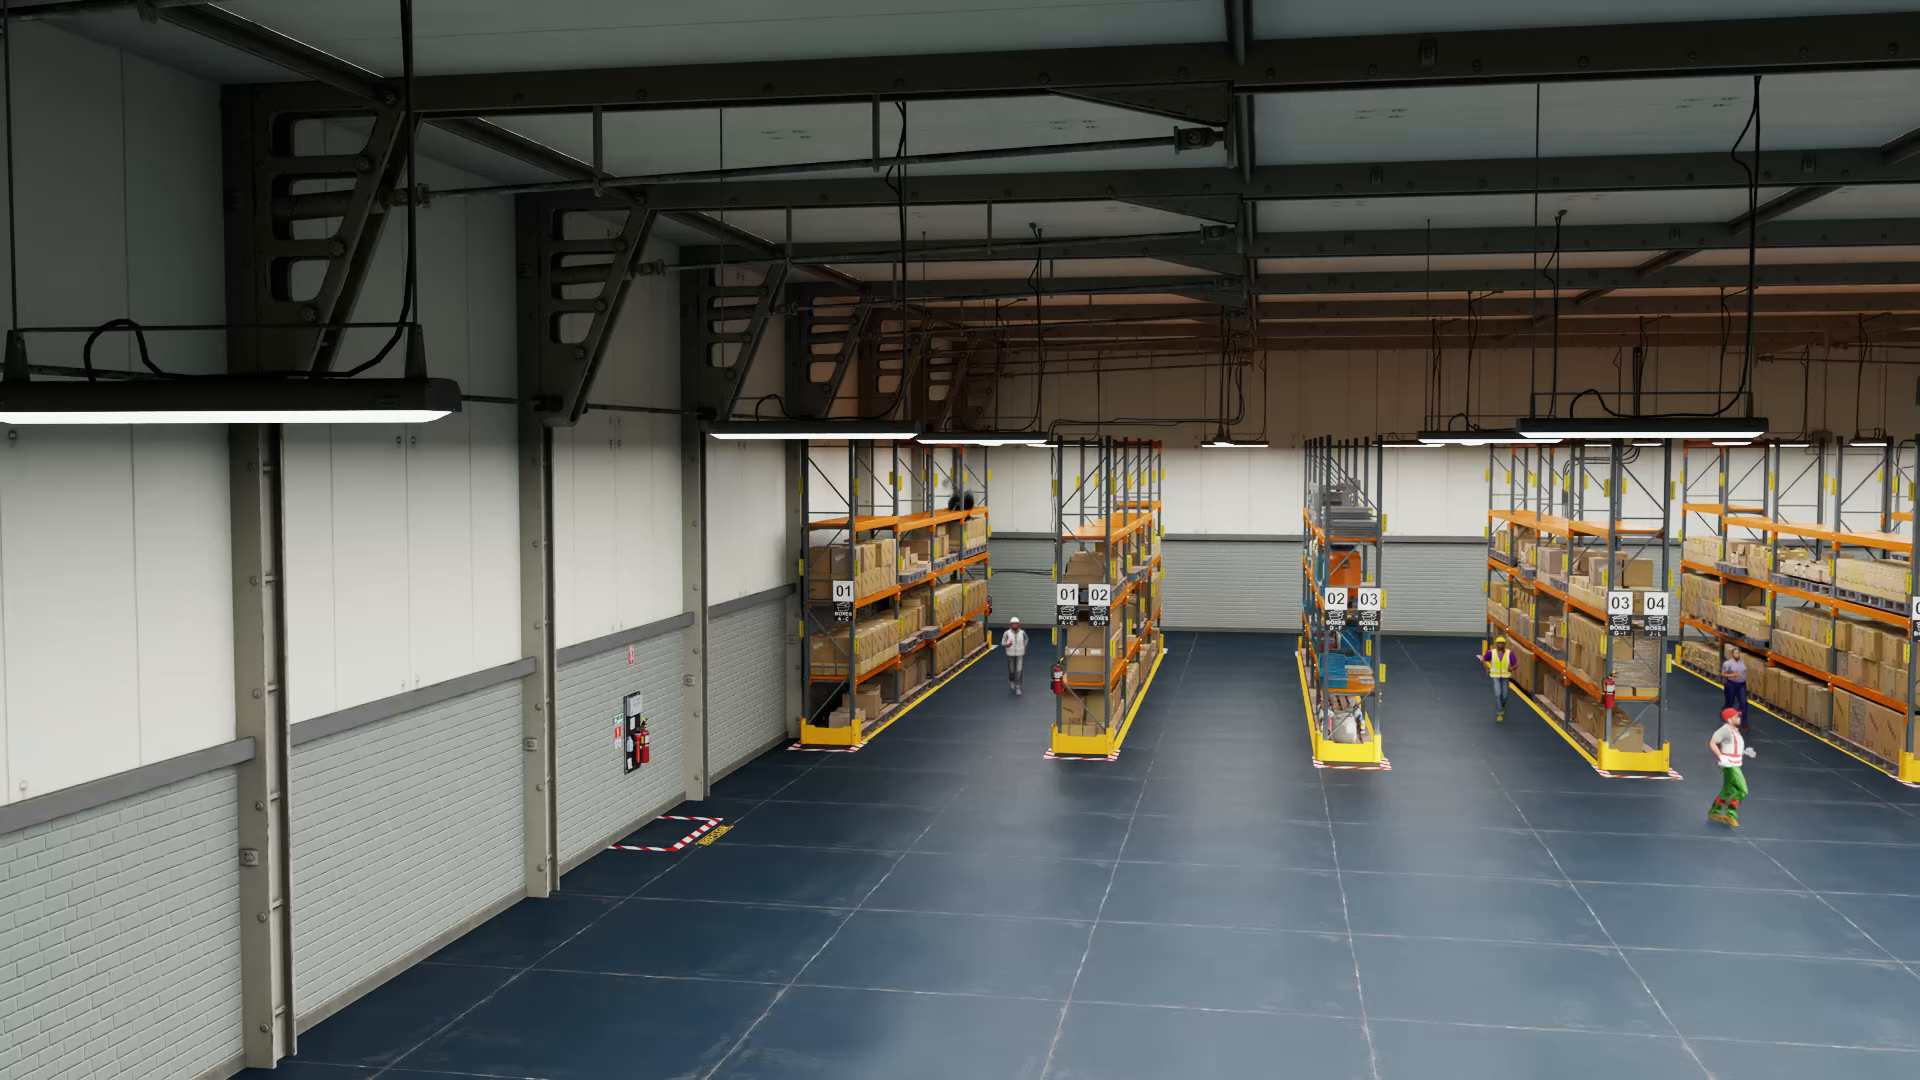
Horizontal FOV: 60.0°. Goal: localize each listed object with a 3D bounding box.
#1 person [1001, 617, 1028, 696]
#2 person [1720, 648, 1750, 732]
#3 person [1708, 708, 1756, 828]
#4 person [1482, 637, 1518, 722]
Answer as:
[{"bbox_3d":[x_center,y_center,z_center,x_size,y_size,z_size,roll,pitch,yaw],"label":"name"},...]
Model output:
[{"bbox_3d":[1.291,2.702,39.011,0.657,1.776,0.950,0,3,-1],"label":"person"},{"bbox_3d":[15.876,3.042,34.073,0.602,1.670,0.886,0,3,-1],"label":"person"},{"bbox_3d":[11.751,3.478,25.331,0.652,1.841,0.645,2,4,36],"label":"person"},{"bbox_3d":[11.463,2.929,35.290,0.701,1.769,0.827,1,3,13],"label":"person"}]
